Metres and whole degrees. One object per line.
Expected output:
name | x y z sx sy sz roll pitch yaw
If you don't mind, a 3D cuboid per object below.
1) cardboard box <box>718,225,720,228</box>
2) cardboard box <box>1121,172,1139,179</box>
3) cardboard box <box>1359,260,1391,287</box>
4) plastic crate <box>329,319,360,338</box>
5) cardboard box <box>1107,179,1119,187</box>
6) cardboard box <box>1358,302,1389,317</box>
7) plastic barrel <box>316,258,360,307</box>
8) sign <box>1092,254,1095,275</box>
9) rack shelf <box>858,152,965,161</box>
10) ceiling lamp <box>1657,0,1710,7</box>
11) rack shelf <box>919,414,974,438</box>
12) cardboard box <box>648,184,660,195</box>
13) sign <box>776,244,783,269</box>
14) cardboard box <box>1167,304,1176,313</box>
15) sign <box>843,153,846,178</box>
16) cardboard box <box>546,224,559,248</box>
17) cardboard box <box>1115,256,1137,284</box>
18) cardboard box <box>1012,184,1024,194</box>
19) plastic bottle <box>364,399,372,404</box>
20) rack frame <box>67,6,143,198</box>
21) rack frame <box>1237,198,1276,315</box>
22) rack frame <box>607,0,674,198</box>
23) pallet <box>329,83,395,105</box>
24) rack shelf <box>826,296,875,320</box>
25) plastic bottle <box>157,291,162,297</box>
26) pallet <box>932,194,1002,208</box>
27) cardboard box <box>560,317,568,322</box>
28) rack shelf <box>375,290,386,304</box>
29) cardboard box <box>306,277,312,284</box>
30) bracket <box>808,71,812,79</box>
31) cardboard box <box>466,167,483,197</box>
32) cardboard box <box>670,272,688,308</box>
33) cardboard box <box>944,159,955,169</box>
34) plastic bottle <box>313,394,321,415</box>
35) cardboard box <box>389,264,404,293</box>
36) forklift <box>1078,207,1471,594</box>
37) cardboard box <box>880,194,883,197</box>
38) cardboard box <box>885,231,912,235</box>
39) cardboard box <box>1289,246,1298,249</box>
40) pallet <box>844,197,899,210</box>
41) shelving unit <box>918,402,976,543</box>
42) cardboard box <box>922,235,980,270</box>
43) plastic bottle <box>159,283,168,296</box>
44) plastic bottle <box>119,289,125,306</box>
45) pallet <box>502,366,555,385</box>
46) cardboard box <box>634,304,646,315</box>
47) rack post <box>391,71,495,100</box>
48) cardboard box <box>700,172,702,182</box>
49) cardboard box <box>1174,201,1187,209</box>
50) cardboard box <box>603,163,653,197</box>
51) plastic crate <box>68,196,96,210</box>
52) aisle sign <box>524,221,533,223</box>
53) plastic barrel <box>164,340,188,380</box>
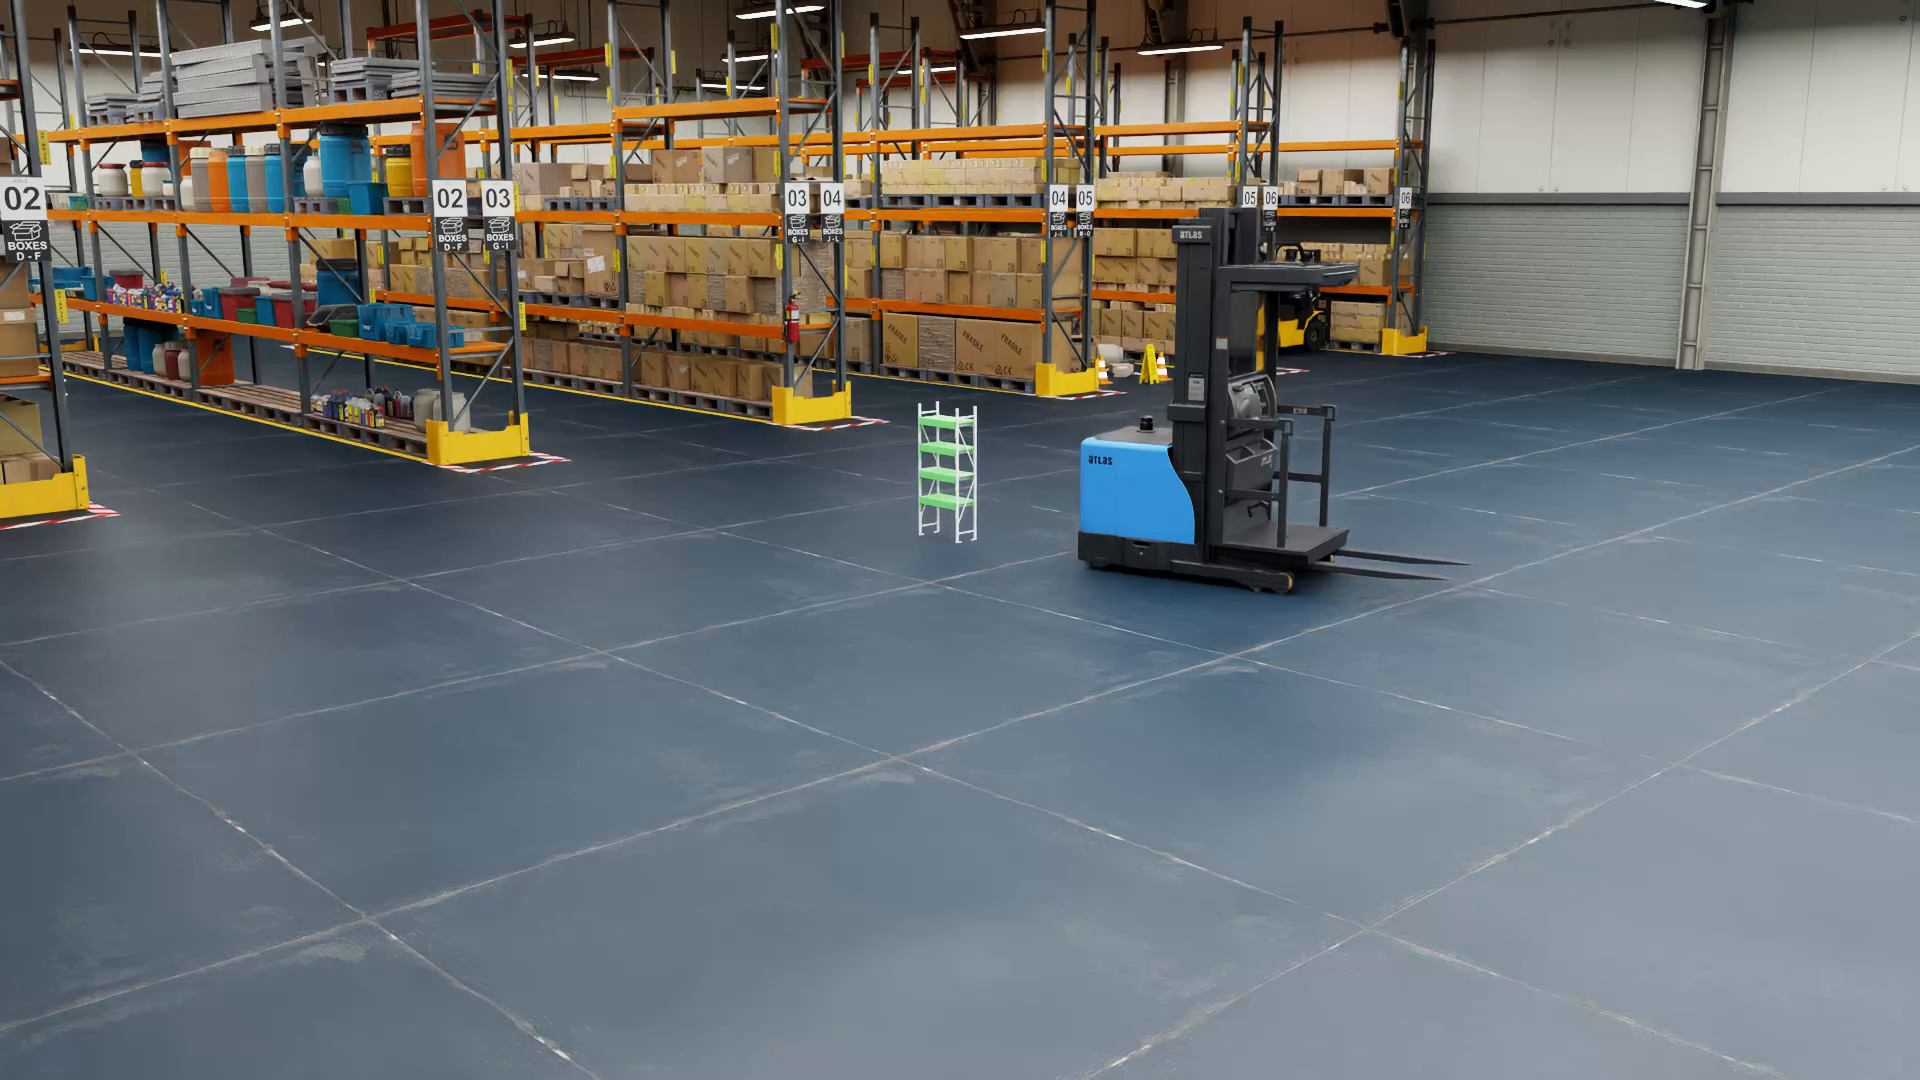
cardboard box | -5.588 -7.568 39.878 0.380 0.149 0.250 -10 16 -41
cardboard box | 3.992 -7.928 36.990 0.700 0.500 0.500 -11 16 -44
cardboard box | 8.242 -5.272 32.817 0.500 0.500 0.500 -11 16 -44
plastic crate | -7.595 -2.667 20.946 0.450 0.188 0.662 -11 16 -43
cardboard box | 2.942 -6.608 30.766 0.380 0.149 0.250 -11 16 -43
cardboard box | 8.228 -4.560 32.906 0.500 0.250 0.500 -10 15 -41
plastic barrel | -8.375 -3.352 22.505 0.600 0.901 0.708 -11 16 -43
sign | 2.079 -4.330 26.152 0.100 0.325 0.005 -11 16 -43
rack shelf | -0.897 -9.815 42.041 1.077 0.370 4.000 -11 16 -43
ceiling lamp | 10.670 -9.459 24.057 2.000 3.185 0.800 -11 16 -43
rack shelf | -0.114 -1.019 14.824 0.258 0.148 0.480 -11 16 -43
cardboard box | -4.338 -5.126 24.311 0.380 0.149 0.250 -11 16 -42
sign | -2.398 -3.762 22.084 0.100 0.325 0.005 -11 16 -43
cardboard box | 3.969 -4.201 30.176 0.380 0.149 0.250 -11 16 -42
sign | -1.591 -5.087 22.570 0.100 0.325 0.005 -11 16 -43
cardboard box | -8.561 -6.556 35.835 0.500 0.500 0.500 -11 16 -44
cardboard box | 3.225 -5.025 30.885 0.500 0.500 0.500 -11 16 -43
cardboard box | 1.026 -5.430 25.732 0.380 0.149 0.250 -11 16 -42
plastic bottle | -7.557 -1.648 21.138 0.152 0.276 0.135 -11 16 -43
rack frame | -13.852 -7.114 27.139 1.000 3.000 0.127 -11 16 -43
rack frame | 5.184 -4.495 29.296 1.000 3.000 0.127 -11 16 -43
rack frame | -4.746 -6.636 24.822 1.000 3.000 0.127 -11 16 -43
pallet | -6.892 -5.363 20.101 1.003 0.211 1.213 -11 16 -43
rack shelf | -2.470 -4.314 30.200 1.077 0.370 4.000 -11 16 -43
plastic bottle | -12.491 -3.748 25.958 0.061 0.283 0.133 -11 16 -43
pallet | 0.307 -5.501 26.966 1.003 0.211 1.213 -11 16 -43
cardboard box | -8.467 -4.819 36.157 0.250 0.149 0.380 11 16 42
rack shelf | -11.651 -4.805 32.583 1.077 0.370 4.000 -11 16 -43
cardboard box | -12.848 -5.191 33.297 0.380 0.149 0.250 -11 16 -43
bracket | -4.031 -12.754 45.595 0.235 0.232 0.430 -11 16 -43
cardboard box | -7.981 -6.086 28.288 0.797 0.503 0.637 -10 15 -39
cardboard box | -3.742 -3.682 24.362 0.875 0.500 0.500 -11 16 -43
cardboard box | -0.032 -6.043 26.735 0.380 0.149 0.250 -11 16 -43
plastic bottle | -8.425 -1.779 21.786 0.097 0.271 0.097 0 12 0
cardboard box | -10.133 -4.813 30.589 0.500 0.500 0.500 -11 16 -42
forklift | 2.507 -1.139 13.177 3.031 2.935 1.130 7 14 30
cardboard box | -1.545 -7.424 35.371 0.258 0.266 0.396 11 16 44
cardboard box | -1.247 -6.314 35.400 0.500 0.500 0.500 -11 16 -42
cardboard box | 6.962 -6.019 34.099 0.380 0.149 0.250 -11 16 -43
pallet | -1.757 -5.877 29.043 1.217 0.209 0.805 11 16 43
shelving unit | -0.114 -0.612 14.908 0.258 1.200 0.503 -11 16 -43
cardboard box | -0.121 -4.756 27.515 0.875 0.550 0.550 -11 16 -43
plastic bottle | -12.958 -4.016 27.091 0.144 0.351 0.185 -11 16 -43
plastic bottle | -13.495 -3.918 26.811 0.097 0.271 0.097 0 12 0
pallet | -6.969 -2.802 27.987 1.003 0.211 1.213 -11 16 -43
cardboard box | -4.651 -3.463 24.911 0.380 0.149 0.250 -11 16 -43
rack post | -5.995 -5.245 19.310 0.937 0.300 0.954 -9 15 -37
cardboard box | -5.221 -7.059 32.162 0.396 0.266 0.258 -11 16 -43
cardboard box | 4.048 -6.006 29.817 0.380 0.149 0.250 -11 16 -43
cardboard box | -4.999 -5.506 25.471 0.637 0.503 0.797 11 16 42
plastic crate | -14.712 -5.651 27.887 0.416 0.233 0.300 -11 16 -43
aisle sign | -9.643 -7.368 36.797 0.394 0.787 0.004 -11 16 -43
plastic barrel | -12.220 -2.850 26.246 0.600 0.588 0.708 -11 16 -43
